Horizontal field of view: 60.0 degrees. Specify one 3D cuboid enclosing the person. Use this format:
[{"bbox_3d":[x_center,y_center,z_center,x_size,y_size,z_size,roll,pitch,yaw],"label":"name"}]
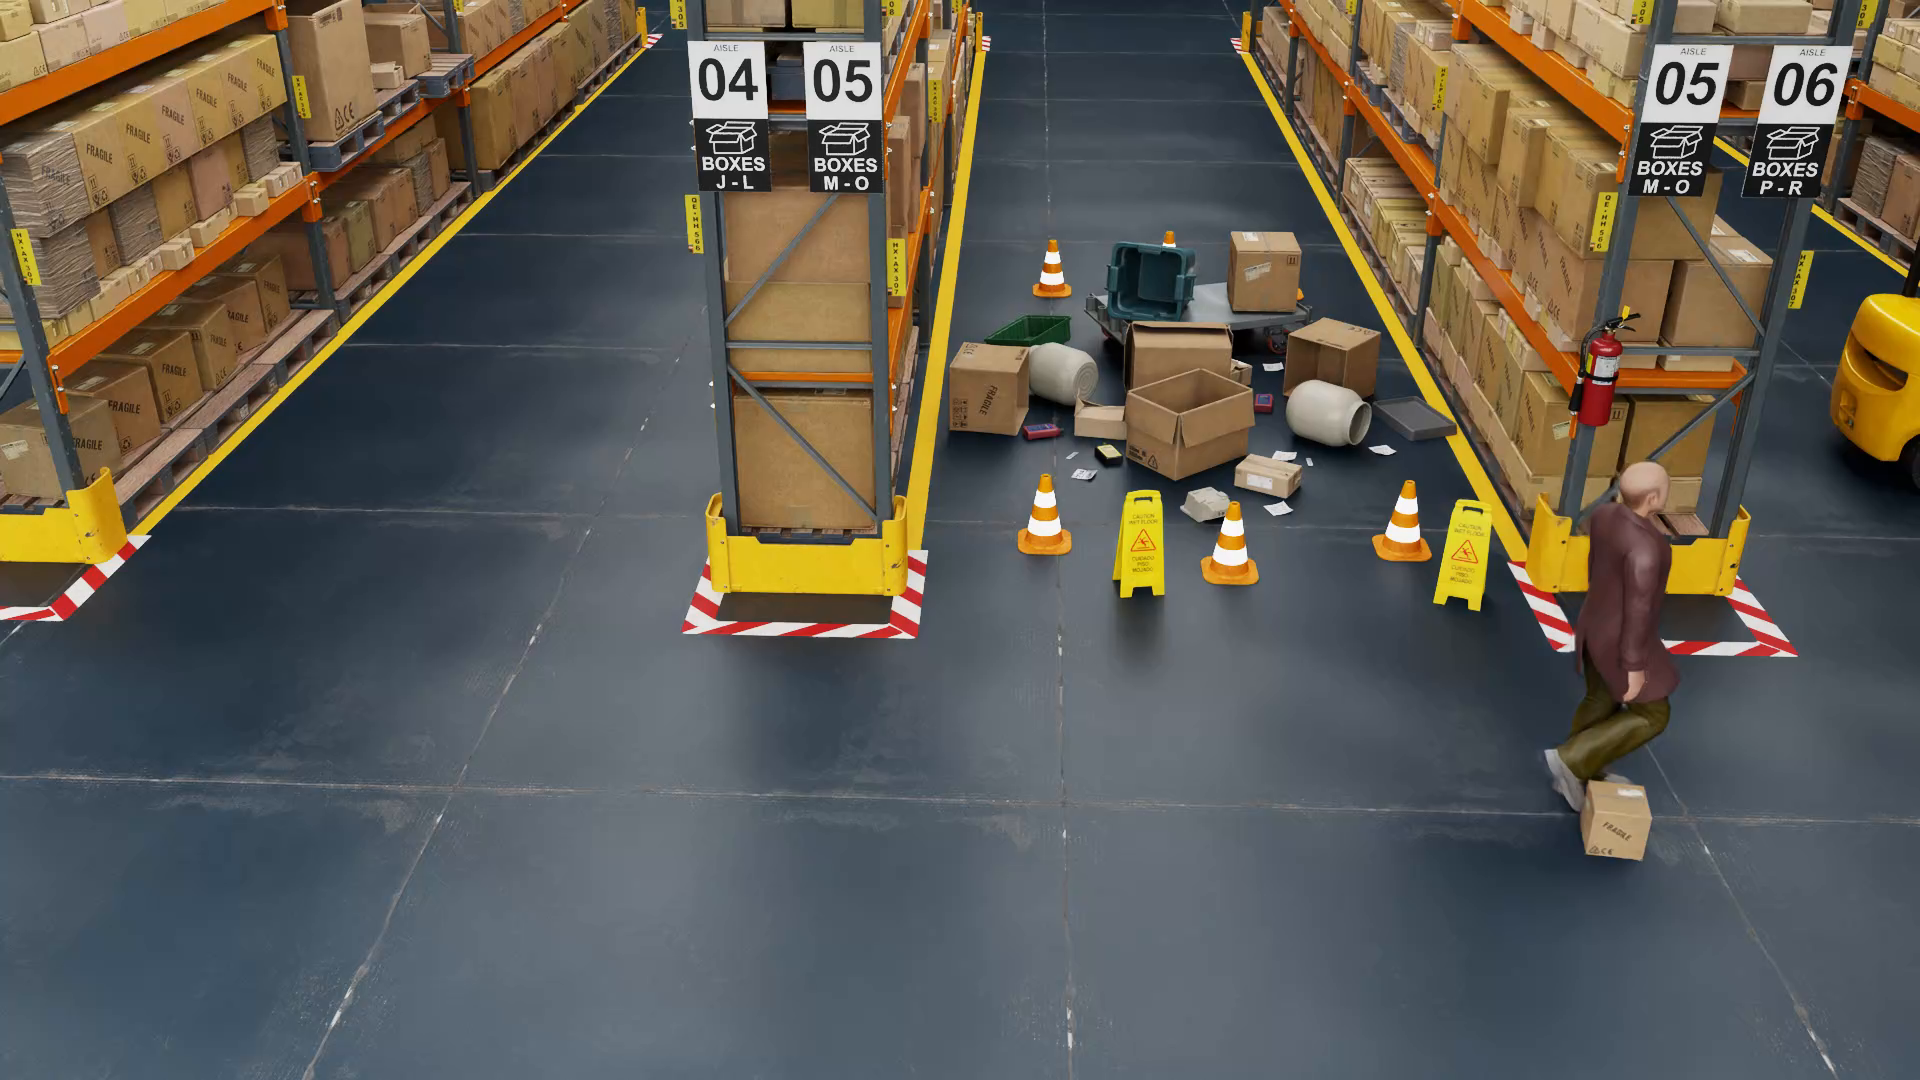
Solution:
[{"bbox_3d":[3.041,0.549,7.738,0.534,1.574,0.653,-2,28,-4],"label":"person"}]
